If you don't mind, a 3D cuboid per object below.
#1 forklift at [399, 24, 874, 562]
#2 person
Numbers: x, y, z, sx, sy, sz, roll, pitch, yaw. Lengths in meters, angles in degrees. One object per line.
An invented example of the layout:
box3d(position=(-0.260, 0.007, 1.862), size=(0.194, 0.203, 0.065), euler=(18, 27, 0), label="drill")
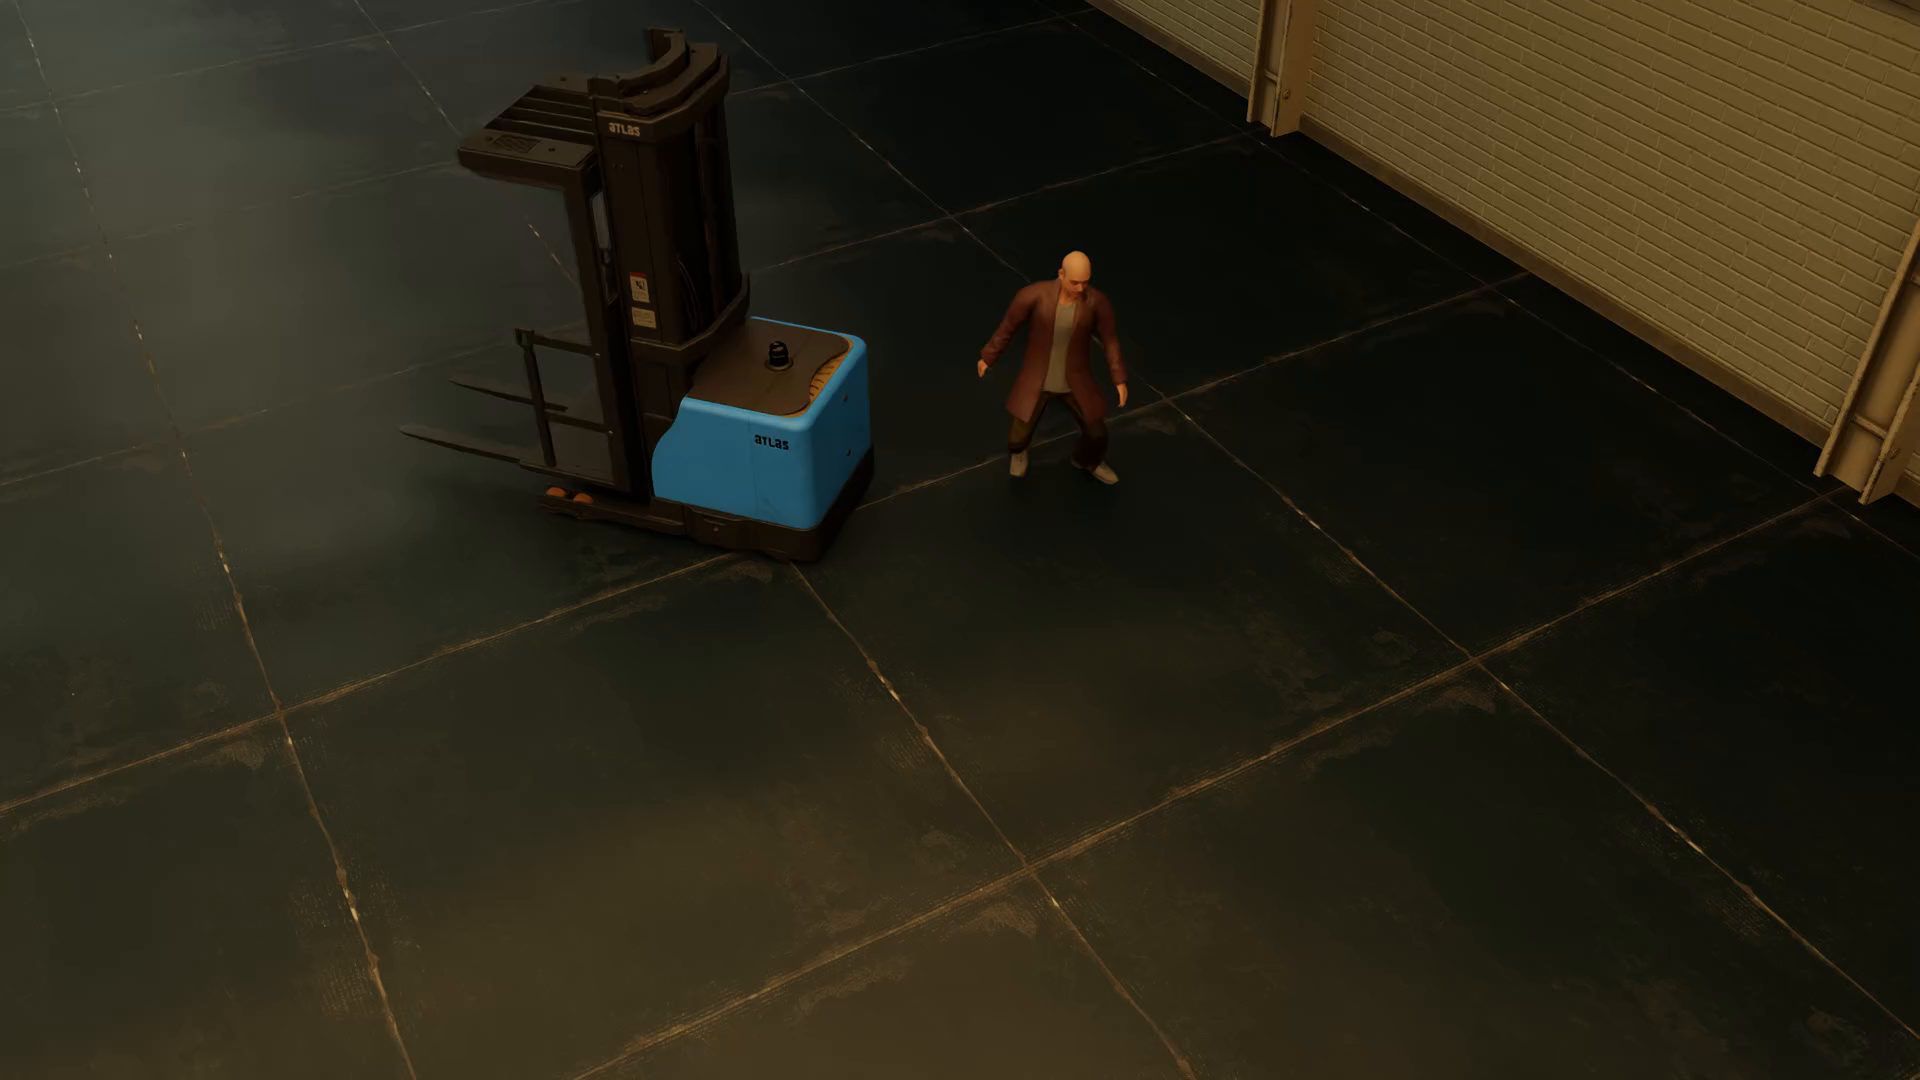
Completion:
box3d(position=(-2.127, -1.559, 9.916), size=(3.031, 2.935, 1.130), euler=(12, 41, 15), label="forklift")
box3d(position=(0.575, -1.035, 10.271), size=(0.939, 1.687, 0.577), euler=(3, 40, 3), label="person")
